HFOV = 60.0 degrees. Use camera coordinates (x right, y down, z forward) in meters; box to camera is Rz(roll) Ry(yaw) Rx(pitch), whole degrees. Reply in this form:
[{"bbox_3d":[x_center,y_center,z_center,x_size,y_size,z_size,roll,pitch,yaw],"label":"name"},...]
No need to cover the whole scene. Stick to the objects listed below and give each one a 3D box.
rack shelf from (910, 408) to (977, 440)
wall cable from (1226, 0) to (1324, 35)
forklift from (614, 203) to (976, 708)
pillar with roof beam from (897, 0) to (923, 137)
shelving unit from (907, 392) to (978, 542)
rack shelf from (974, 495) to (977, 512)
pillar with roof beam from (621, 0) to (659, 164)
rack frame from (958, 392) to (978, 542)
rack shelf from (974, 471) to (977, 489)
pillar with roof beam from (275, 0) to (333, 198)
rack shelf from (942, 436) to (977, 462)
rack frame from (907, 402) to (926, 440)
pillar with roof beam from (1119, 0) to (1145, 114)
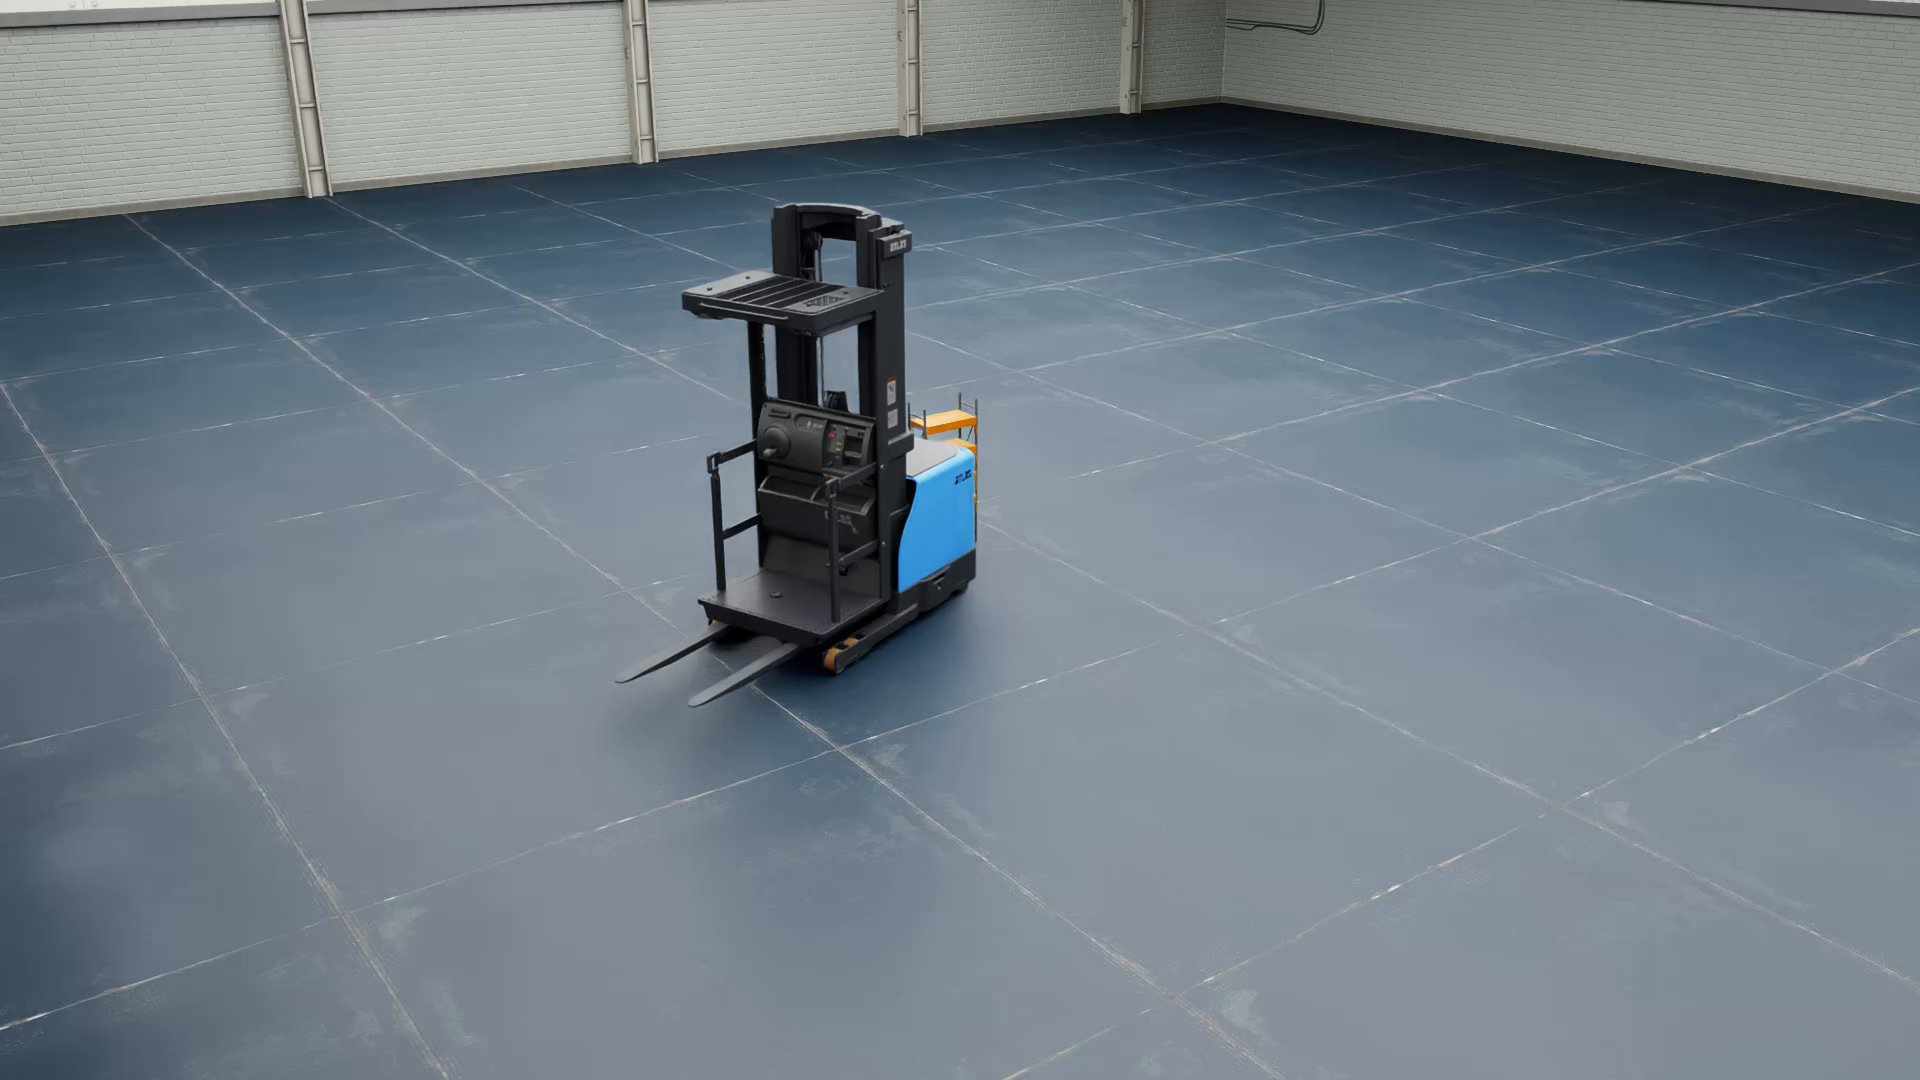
[{"bbox_3d":[-0.134,-0.886,12.939,0.480,0.148,0.258,-15,26,-33],"label":"rack shelf"},{"bbox_3d":[7.014,-12.654,37.156,0.112,2.526,3.097,-15,26,-33],"label":"wall cable"},{"bbox_3d":[-1.100,-0.667,11.113,1.130,2.935,3.031,13,25,30],"label":"forklift"},{"bbox_3d":[1.494,-11.263,29.479,0.400,9.000,9.100,-15,26,-33],"label":"pillar with roof beam"},{"bbox_3d":[-0.134,-0.521,13.084,0.503,1.200,0.258,-15,26,-33],"label":"shelving unit"},{"bbox_3d":[-0.134,-0.275,13.183,0.480,0.148,0.258,-15,26,-33],"label":"rack shelf"},{"bbox_3d":[-3.376,-9.964,26.224,0.400,9.000,9.100,-15,26,-33],"label":"pillar with roof beam"},{"bbox_3d":[0.064,-0.574,13.217,0.015,1.200,0.240,-15,26,-33],"label":"rack frame"},{"bbox_3d":[-0.134,-0.459,13.109,0.480,0.148,0.258,-15,26,-33],"label":"rack shelf"},{"bbox_3d":[-8.246,-8.665,22.970,0.400,9.000,9.100,-15,26,-33],"label":"pillar with roof beam"},{"bbox_3d":[-0.134,-0.667,13.026,0.480,0.148,0.258,-15,26,-33],"label":"rack shelf"},{"bbox_3d":[-0.332,-0.469,12.952,0.015,1.200,0.240,-15,26,-33],"label":"rack frame"},{"bbox_3d":[6.365,-12.561,32.733,0.400,9.000,9.100,-15,26,-33],"label":"pillar with roof beam"}]
